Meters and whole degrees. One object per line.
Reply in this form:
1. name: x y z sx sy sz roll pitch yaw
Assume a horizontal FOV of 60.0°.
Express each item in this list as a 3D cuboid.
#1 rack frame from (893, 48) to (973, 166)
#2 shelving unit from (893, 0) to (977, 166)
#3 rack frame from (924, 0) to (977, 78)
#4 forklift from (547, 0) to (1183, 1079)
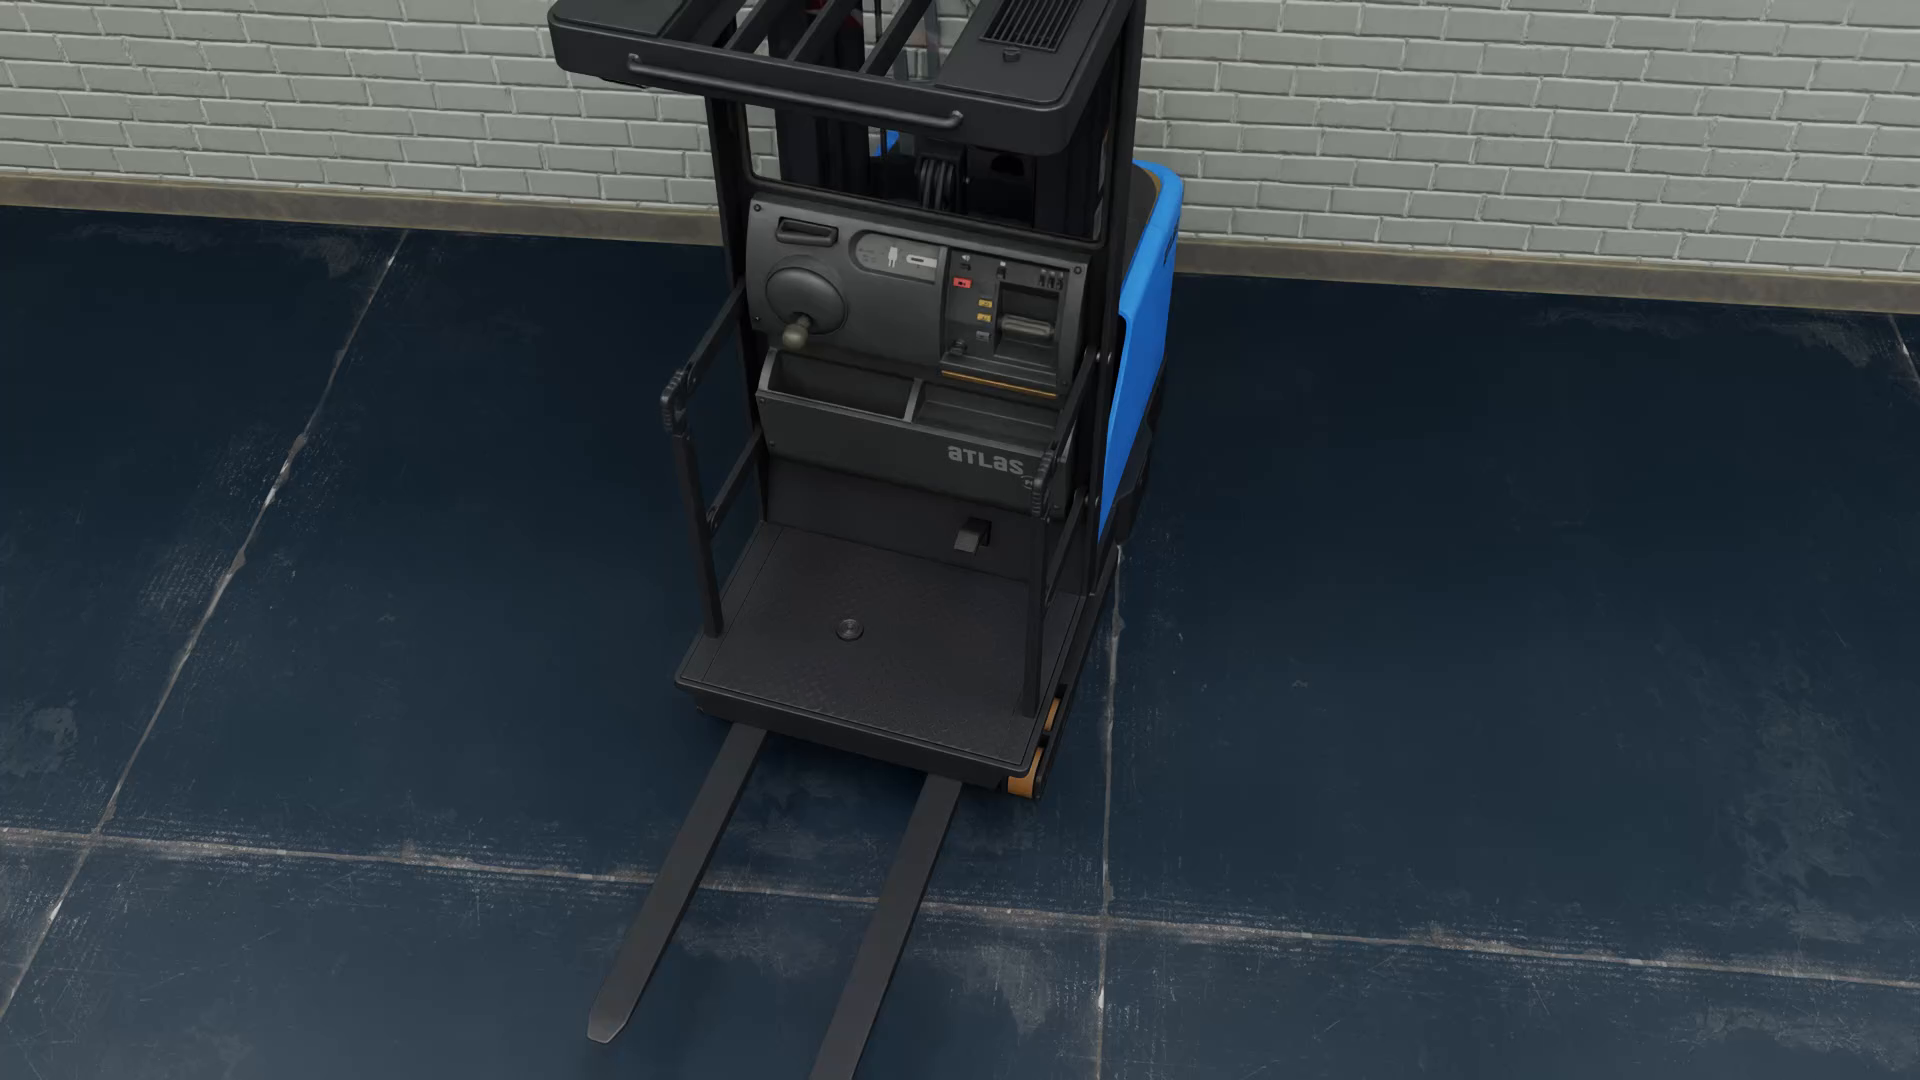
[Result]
1. rack frame: 0.086 -0.931 5.500 0.500 1.500 0.032 0 44 4
2. shelving unit: 0.114 -1.289 5.872 0.587 1.500 1.083 0 44 4
3. rack frame: 0.142 -1.635 6.231 0.500 1.500 0.032 0 44 4
4. forklift: -0.188 -0.549 4.266 1.130 2.935 3.031 13 49 12
